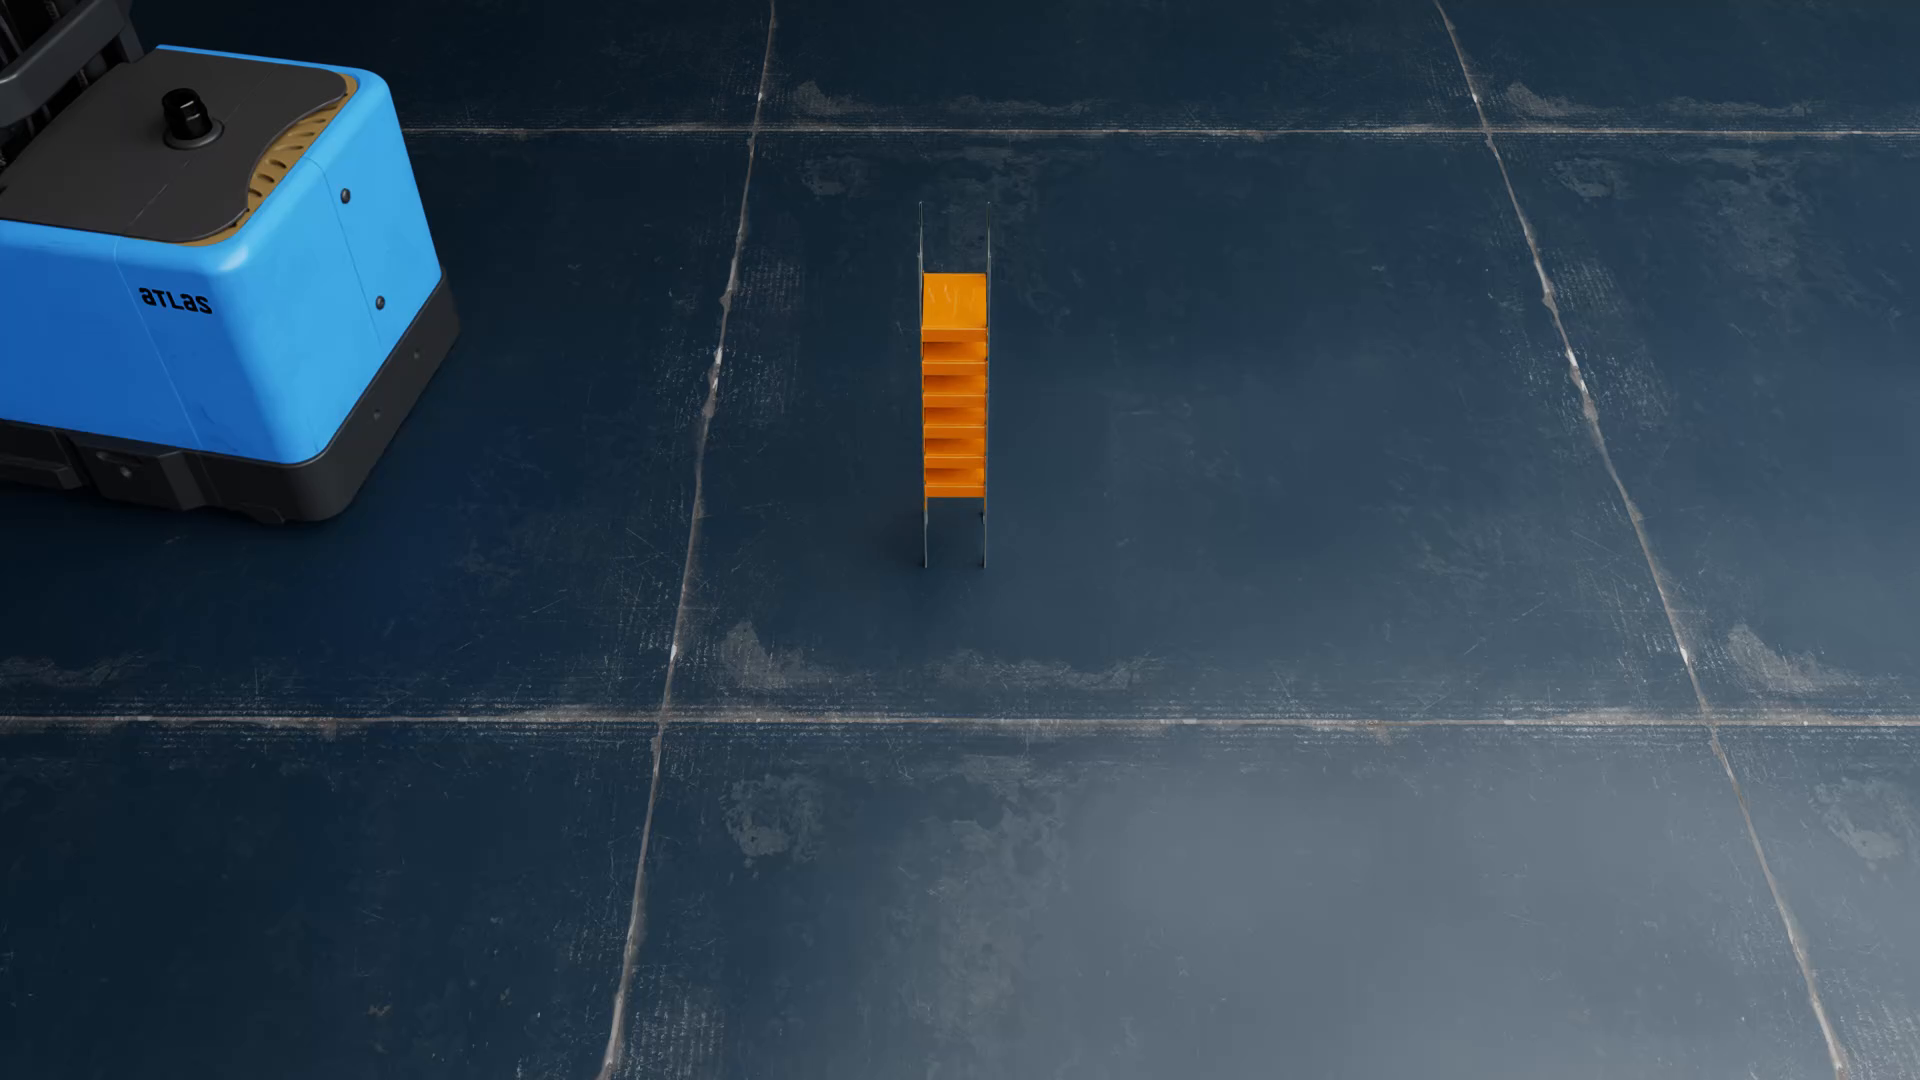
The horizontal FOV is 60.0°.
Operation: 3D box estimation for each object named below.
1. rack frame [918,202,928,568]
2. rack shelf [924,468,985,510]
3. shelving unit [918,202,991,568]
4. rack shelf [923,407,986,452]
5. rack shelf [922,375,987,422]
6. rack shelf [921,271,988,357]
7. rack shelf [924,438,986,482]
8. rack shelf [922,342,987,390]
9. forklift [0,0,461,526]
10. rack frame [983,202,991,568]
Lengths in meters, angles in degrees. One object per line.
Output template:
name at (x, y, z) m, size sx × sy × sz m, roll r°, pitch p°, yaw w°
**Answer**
rack frame at (-0.106, -0.409, 4.811) m, size 0.006 × 1.200 × 0.240 m, roll 0°, pitch 47°, yaw 0°
rack shelf at (-0.014, -0.215, 5.019) m, size 0.180 × 0.103 × 0.258 m, roll 0°, pitch 47°, yaw 0°
shelving unit at (-0.014, -0.409, 4.811) m, size 0.189 × 1.200 × 0.258 m, roll 0°, pitch 47°, yaw 0°
rack shelf at (-0.014, -0.379, 4.843) m, size 0.180 × 0.103 × 0.258 m, roll 0°, pitch 47°, yaw 0°
rack shelf at (-0.014, -0.460, 4.756) m, size 0.180 × 0.103 × 0.258 m, roll 0°, pitch 47°, yaw 0°
rack shelf at (-0.014, -0.624, 4.580) m, size 0.180 × 0.103 × 0.258 m, roll 0°, pitch 47°, yaw 0°
rack shelf at (-0.014, -0.297, 4.931) m, size 0.180 × 0.103 × 0.258 m, roll 0°, pitch 47°, yaw 0°
rack shelf at (-0.014, -0.542, 4.668) m, size 0.180 × 0.103 × 0.258 m, roll 0°, pitch 47°, yaw 0°
forklift at (-3.322, -1.601, 4.737) m, size 3.031 × 2.935 × 1.130 m, roll 9°, pitch 48°, yaw 8°
rack frame at (0.077, -0.409, 4.811) m, size 0.006 × 1.200 × 0.240 m, roll 0°, pitch 47°, yaw 0°
